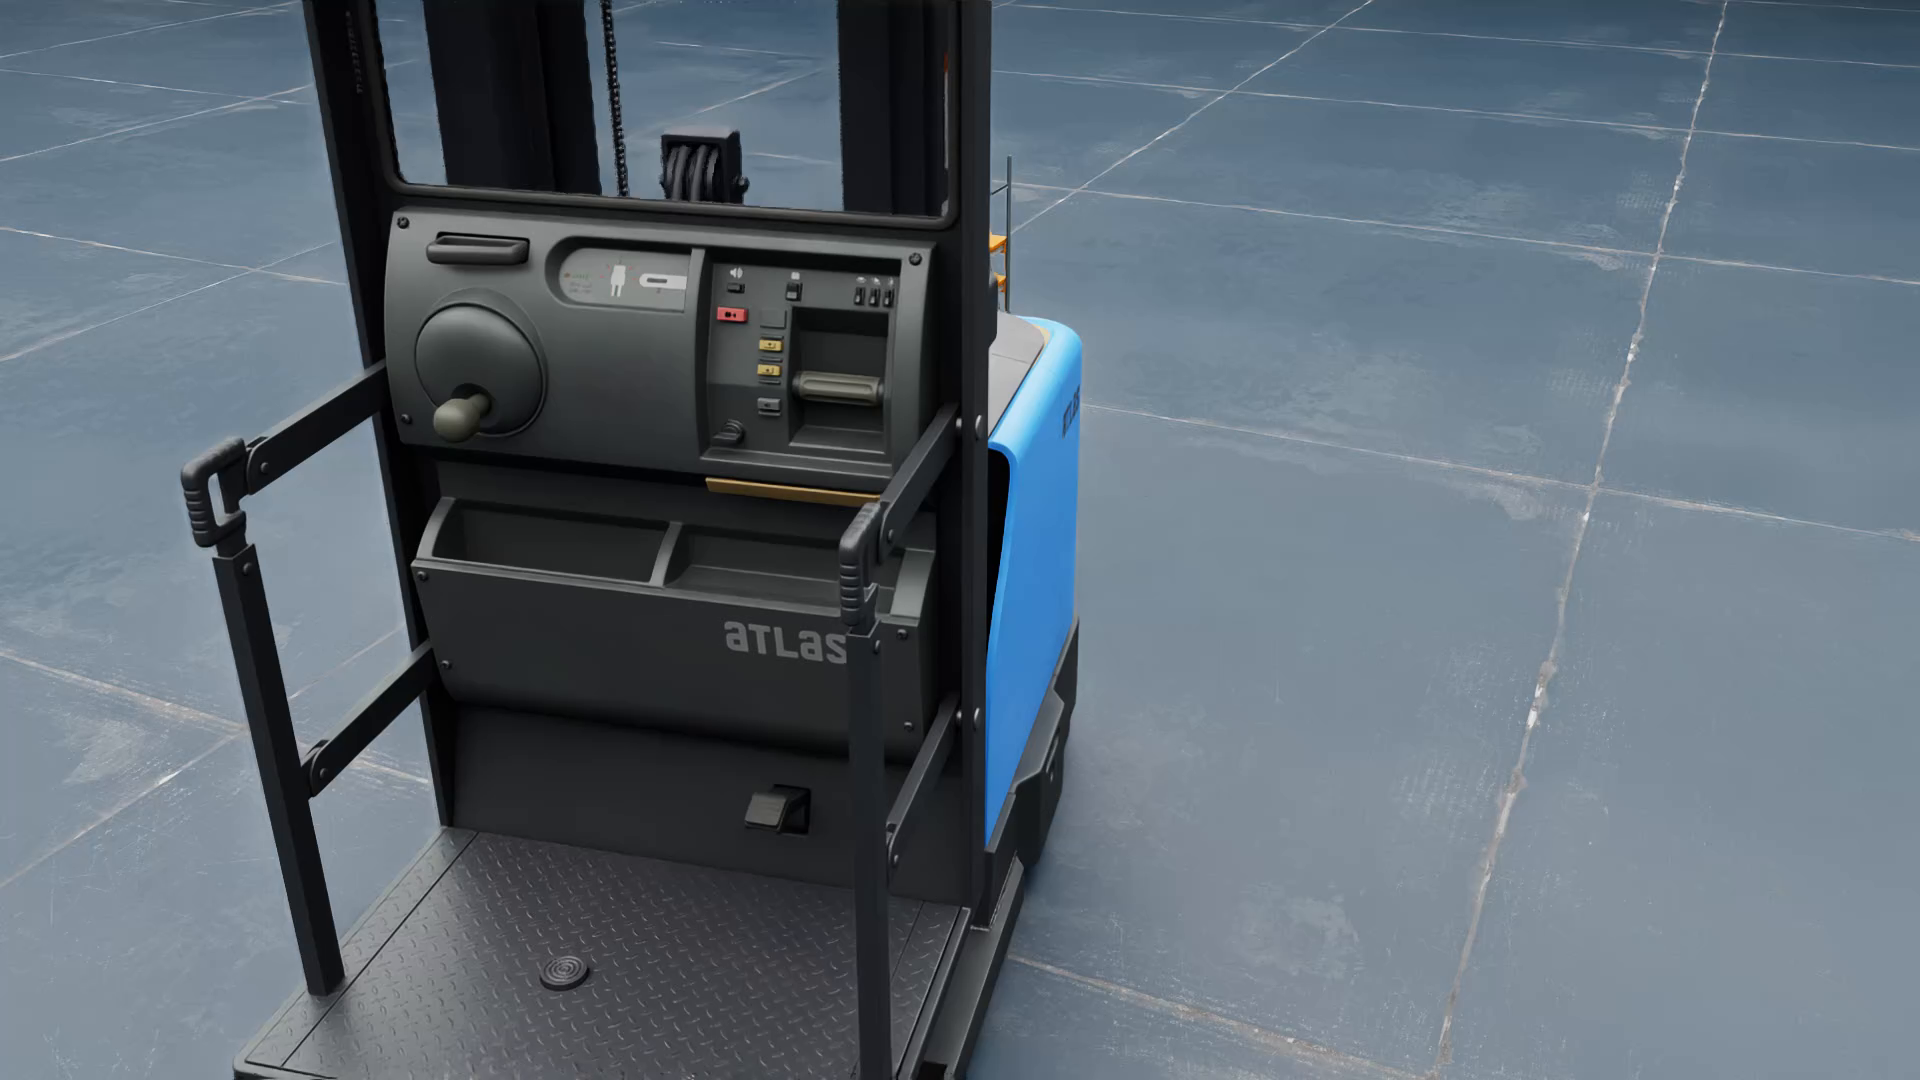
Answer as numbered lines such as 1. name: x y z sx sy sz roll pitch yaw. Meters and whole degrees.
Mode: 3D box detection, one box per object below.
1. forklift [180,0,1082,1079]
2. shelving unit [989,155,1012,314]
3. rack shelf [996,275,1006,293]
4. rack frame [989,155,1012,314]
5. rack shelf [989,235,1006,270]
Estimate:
1. forklift: -0.551 -0.284 2.510 1.130 2.935 3.031 6 27 12
2. shelving unit: 0.013 -0.536 4.980 0.189 1.200 0.258 11 28 22
3. rack shelf: 0.013 -0.711 4.893 0.180 0.103 0.258 11 28 22
4. rack frame: 0.096 -0.519 4.946 0.006 1.200 0.240 11 28 22
5. rack shelf: 0.013 -0.819 4.840 0.180 0.103 0.258 11 28 22
